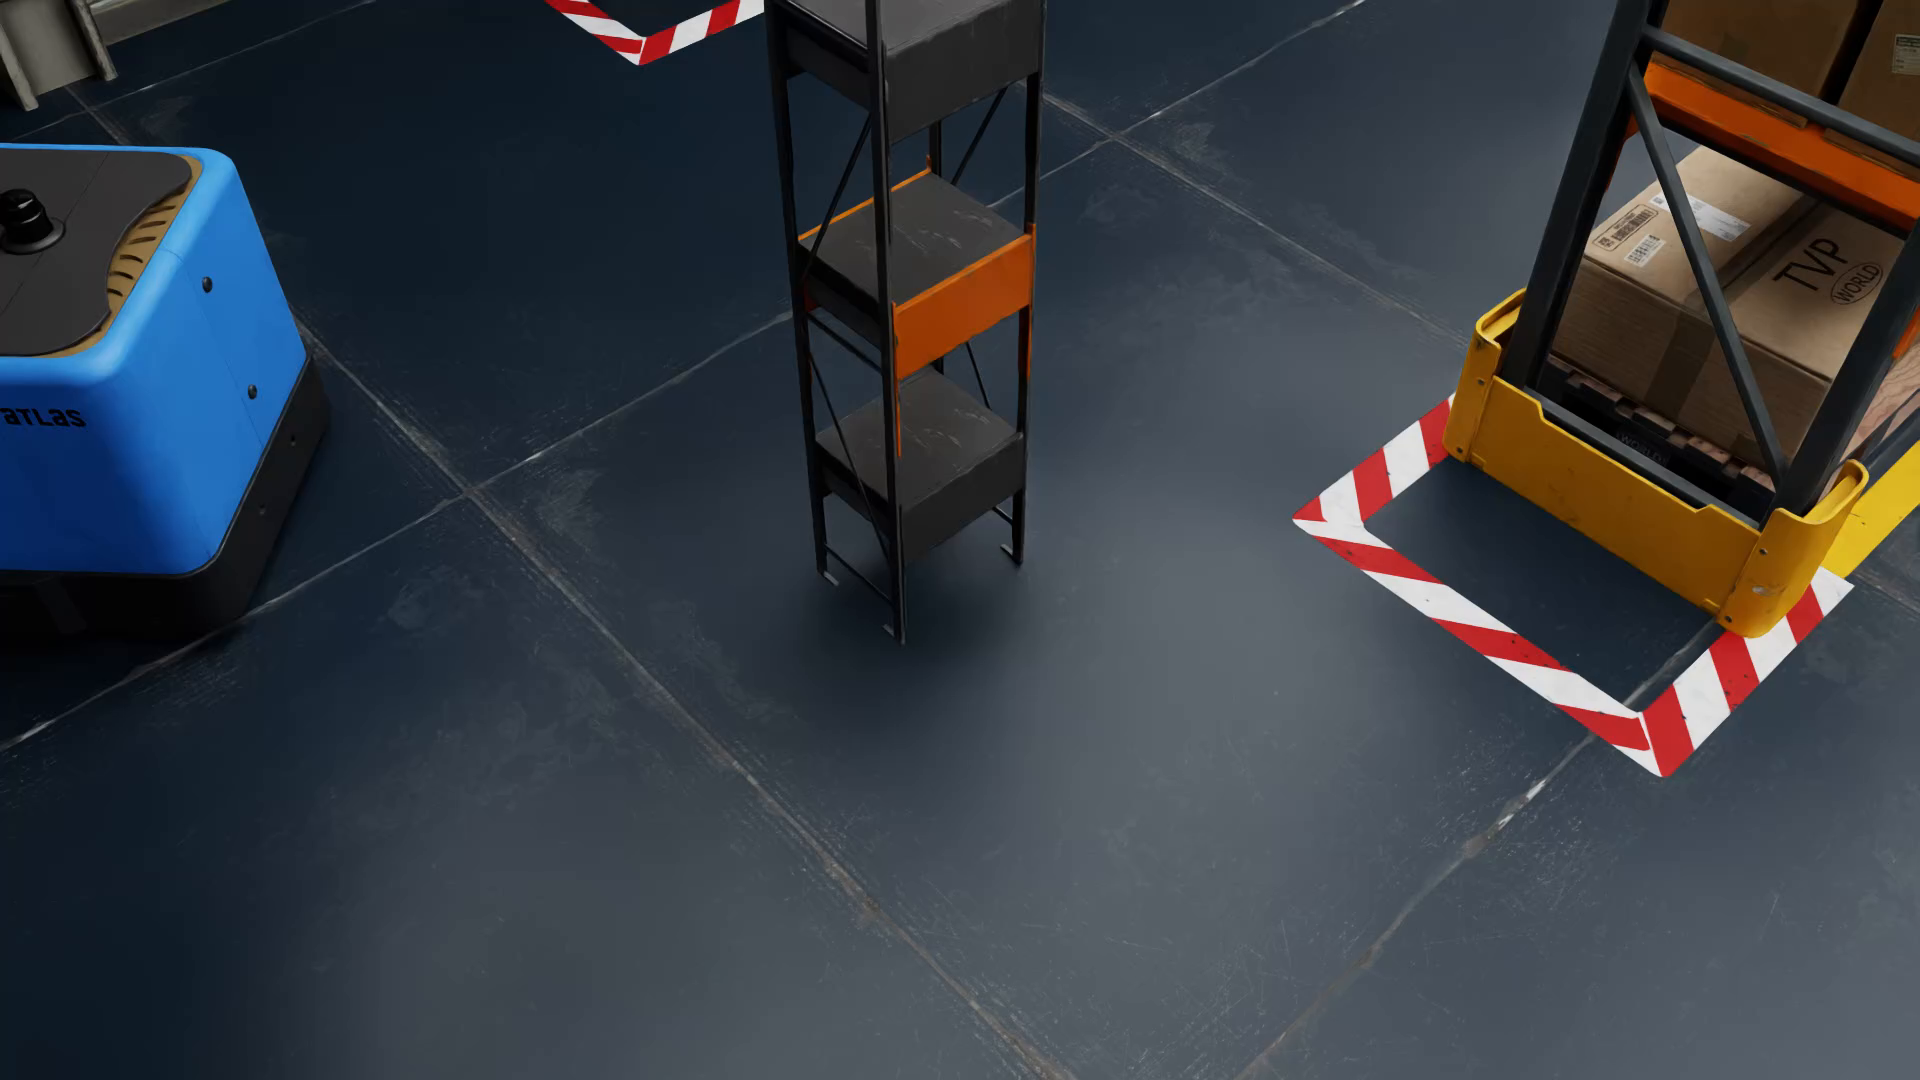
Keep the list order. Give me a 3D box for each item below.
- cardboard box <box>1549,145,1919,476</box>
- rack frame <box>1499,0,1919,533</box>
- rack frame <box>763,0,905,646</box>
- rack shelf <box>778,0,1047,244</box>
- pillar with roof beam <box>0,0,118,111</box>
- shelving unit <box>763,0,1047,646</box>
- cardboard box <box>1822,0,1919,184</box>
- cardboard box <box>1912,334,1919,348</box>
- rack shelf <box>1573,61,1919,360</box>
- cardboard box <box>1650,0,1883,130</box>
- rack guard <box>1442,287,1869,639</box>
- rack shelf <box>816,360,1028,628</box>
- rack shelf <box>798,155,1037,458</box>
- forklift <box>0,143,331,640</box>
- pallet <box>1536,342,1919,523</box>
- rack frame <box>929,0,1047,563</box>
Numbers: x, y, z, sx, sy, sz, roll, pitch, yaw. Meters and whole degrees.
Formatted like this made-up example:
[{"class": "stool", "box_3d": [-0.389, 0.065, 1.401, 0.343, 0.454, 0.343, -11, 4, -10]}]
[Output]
[{"class": "cardboard box", "box_3d": [2.539, -0.771, 5.378, 0.875, 0.438, 0.875, -36, 57, -28]}, {"class": "rack frame", "box_3d": [2.118, -1.117, 4.240, 0.127, 3.000, 1.000, -34, 56, -27]}, {"class": "rack frame", "box_3d": [-0.303, -0.510, 4.291, 0.015, 2.100, 0.400, -34, 56, -27]}, {"class": "rack shelf", "box_3d": [-0.122, -1.096, 3.898, 0.480, 0.518, 0.431, -34, 56, -27]}, {"class": "pillar with roof beam", "box_3d": [-0.930, -2.665, 1.586, 0.400, 9.000, 9.100, -34, 56, -27]}, {"class": "shelving unit", "box_3d": [-0.122, -0.630, 4.403, 0.503, 2.100, 0.431, -34, 56, -27]}, {"class": "cardboard box", "box_3d": [2.666, -1.232, 4.278, 0.500, 0.500, 0.500, -34, 56, -27]}, {"class": "cardboard box", "box_3d": [3.210, -1.228, 5.800, 0.875, 0.438, 0.875, -32, 55, -26]}, {"class": "rack shelf", "box_3d": [3.597, -1.862, 5.417, 4.000, 0.370, 1.077, -34, 56, -27]}, {"class": "cardboard box", "box_3d": [2.296, -1.533, 4.556, 0.500, 0.500, 0.500, -33, 56, -27]}, {"class": "rack guard", "box_3d": [2.100, -0.258, 5.147, 0.348, 0.500, 1.175, -34, 56, -27]}, {"class": "rack shelf", "box_3d": [-0.122, -0.146, 4.927, 0.480, 0.518, 0.431, -34, 56, -27]}, {"class": "rack shelf", "box_3d": [-0.122, -0.621, 4.413, 0.480, 0.518, 0.431, -34, 56, -27]}, {"class": "forklift", "box_3d": [-3.628, -1.101, 4.272, 3.031, 2.935, 1.130, 2, 47, 2]}, {"class": "pallet", "box_3d": [2.656, -0.609, 5.669, 1.213, 0.211, 1.003, -34, 56, -27]}, {"class": "rack frame", "box_3d": [0.058, -0.751, 4.514, 0.015, 2.100, 0.400, -34, 56, -27]}]
